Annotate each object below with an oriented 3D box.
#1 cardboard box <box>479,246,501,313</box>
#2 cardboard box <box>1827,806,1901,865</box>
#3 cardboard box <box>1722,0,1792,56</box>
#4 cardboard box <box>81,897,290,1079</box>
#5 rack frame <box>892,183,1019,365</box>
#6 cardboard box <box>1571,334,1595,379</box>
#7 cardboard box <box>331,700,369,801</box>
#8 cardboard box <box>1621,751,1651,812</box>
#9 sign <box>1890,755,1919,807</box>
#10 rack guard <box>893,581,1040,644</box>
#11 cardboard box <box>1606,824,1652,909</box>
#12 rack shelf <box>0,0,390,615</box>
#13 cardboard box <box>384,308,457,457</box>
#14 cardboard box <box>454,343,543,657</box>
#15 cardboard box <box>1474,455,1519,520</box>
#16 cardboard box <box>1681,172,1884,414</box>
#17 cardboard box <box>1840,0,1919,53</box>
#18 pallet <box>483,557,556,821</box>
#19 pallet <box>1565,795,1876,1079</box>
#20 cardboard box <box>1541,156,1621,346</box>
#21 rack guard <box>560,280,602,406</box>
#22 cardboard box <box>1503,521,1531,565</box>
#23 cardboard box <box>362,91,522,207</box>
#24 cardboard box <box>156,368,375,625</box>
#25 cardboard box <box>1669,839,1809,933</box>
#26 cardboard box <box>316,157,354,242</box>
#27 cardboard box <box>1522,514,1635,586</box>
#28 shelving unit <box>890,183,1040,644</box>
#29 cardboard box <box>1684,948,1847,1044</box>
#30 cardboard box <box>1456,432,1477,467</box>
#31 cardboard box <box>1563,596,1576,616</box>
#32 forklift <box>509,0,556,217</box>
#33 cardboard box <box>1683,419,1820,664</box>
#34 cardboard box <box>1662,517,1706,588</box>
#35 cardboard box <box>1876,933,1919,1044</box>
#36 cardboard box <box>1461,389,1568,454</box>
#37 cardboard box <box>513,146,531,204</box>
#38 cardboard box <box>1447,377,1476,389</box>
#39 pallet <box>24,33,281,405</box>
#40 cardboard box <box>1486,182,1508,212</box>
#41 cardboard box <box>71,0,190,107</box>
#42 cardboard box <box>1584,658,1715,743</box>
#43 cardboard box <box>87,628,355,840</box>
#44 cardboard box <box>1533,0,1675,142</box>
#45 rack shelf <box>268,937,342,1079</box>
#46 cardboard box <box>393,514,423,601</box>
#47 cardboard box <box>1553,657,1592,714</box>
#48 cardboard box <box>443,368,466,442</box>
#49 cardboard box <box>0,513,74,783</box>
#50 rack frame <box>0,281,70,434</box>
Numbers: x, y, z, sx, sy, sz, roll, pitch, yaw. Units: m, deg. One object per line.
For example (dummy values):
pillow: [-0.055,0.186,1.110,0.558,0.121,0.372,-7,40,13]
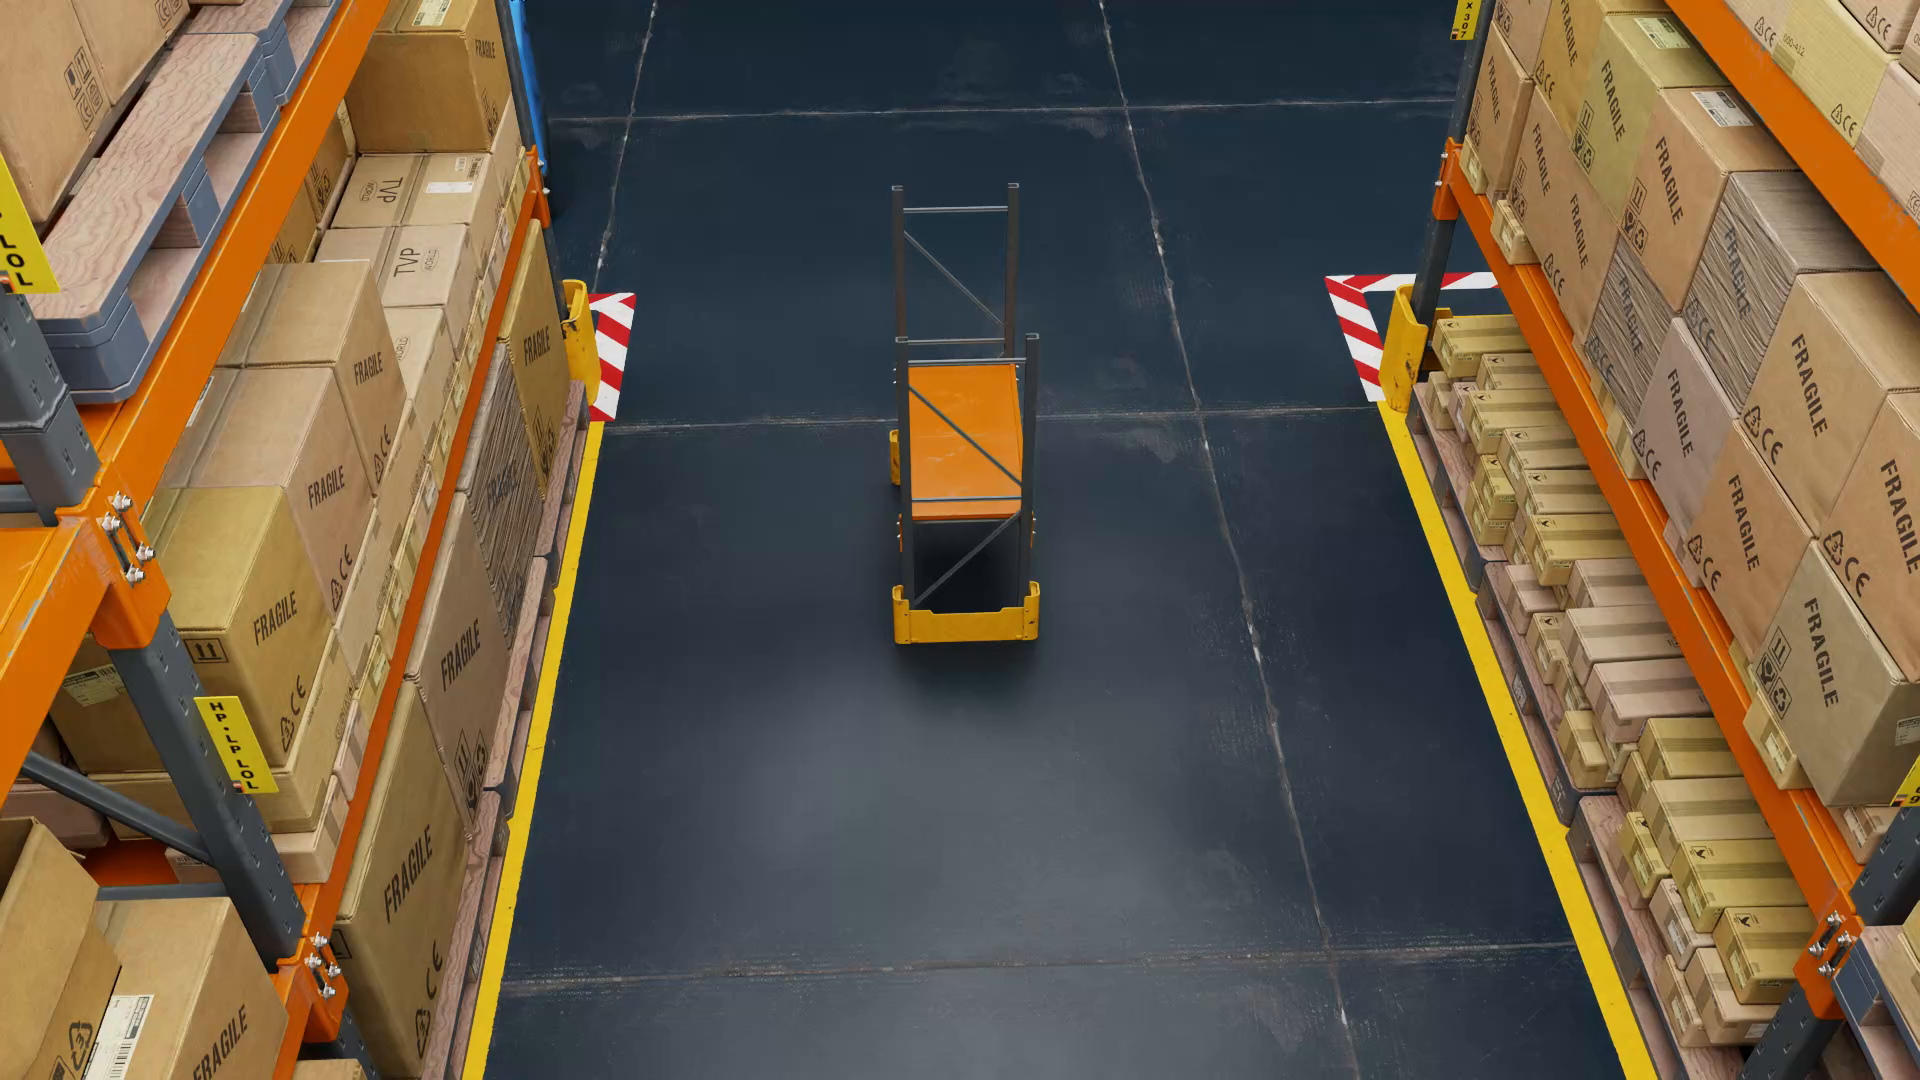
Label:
cardboard box: [-1.958,-0.980,6.285,0.380,0.149,0.250,-1,43,-1]
cardboard box: [2.549,0.715,4.436,0.380,0.149,0.250,-2,43,-2]
cardboard box: [2.453,-1.580,4.645,0.500,0.250,0.500,-2,43,-2]
cardboard box: [-1.872,1.153,3.698,0.500,0.500,0.500,-2,43,-2]
rack frame: [-0.018,-0.838,7.055,0.500,1.500,0.032,-2,43,-2]
cardboard box: [2.439,-0.695,5.975,0.380,0.149,0.250,-2,43,-3]
cardboard box: [-1.856,0.588,4.574,0.380,0.149,0.250,-3,43,-3]
cardboard box: [2.499,0.856,5.675,0.380,0.149,0.250,-1,43,-1]
sign: [2.254,0.510,3.833,0.100,0.325,0.005,-2,43,-2]
rack guard: [0.024,0.296,6.743,0.587,0.250,0.087,-2,43,-2]
cardboard box: [2.435,1.095,5.634,0.380,0.149,0.250,-3,43,-3]
rack shelf: [-2.249,-1.308,4.770,1.077,0.370,4.000,-2,43,-2]
cardboard box: [-1.980,-0.515,5.483,0.500,0.250,0.500,-2,43,-2]
cardboard box: [-2.189,-0.145,6.450,0.875,0.875,0.875,-2,43,-2]
cardboard box: [2.348,-0.219,6.848,0.380,0.149,0.250,0,43,0]
cardboard box: [2.470,-0.711,4.772,0.500,0.500,0.500,-1,43,-1]
cardboard box: [2.485,-1.434,4.116,0.500,0.250,0.500,0,43,0]
pallet: [-2.173,0.569,6.473,1.003,0.211,1.213,-2,43,-2]
pallet: [2.732,1.384,5.584,1.003,0.211,1.213,-2,43,-2]
cardboard box: [2.425,-1.036,5.866,0.500,0.500,0.500,-1,43,-1]
rack guard: [-2.335,-0.913,7.876,1.175,0.500,0.348,-2,43,-2]
cardboard box: [2.446,0.054,6.770,0.380,0.149,0.250,-2,43,-2]
cardboard box: [-2.049,-1.553,6.615,0.500,0.250,0.500,-2,43,-2]
cardboard box: [-1.942,-0.112,4.488,0.500,0.500,0.500,-2,43,-2]
cardboard box: [2.470,1.081,5.210,0.380,0.149,0.250,-1,43,-1]
cardboard box: [-2.555,-1.190,6.219,0.500,0.250,0.500,-2,43,-2]
cardboard box: [2.384,0.036,6.349,0.380,0.149,0.250,-1,43,-1]
shelving unit: [0.003,-0.501,6.687,0.587,1.500,1.083,-2,43,-2]
cardboard box: [2.464,1.391,5.091,0.380,0.149,0.250,-1,43,-1]
cardboard box: [2.421,-0.459,7.330,0.380,0.149,0.250,-2,43,-2]
cardboard box: [2.508,0.322,6.258,0.380,0.149,0.250,0,43,0]
forklift: [-3.786,-2.903,8.248,3.031,2.935,1.130,-8,43,-9]
cardboard box: [2.472,-0.007,4.744,0.500,0.500,0.500,-3,43,-3]
cardboard box: [2.450,0.005,5.211,0.380,0.149,0.250,-3,43,-4]
cardboard box: [2.353,1.025,3.787,0.380,0.149,0.250,-4,43,-4]
cardboard box: [2.323,-0.495,6.929,0.380,0.149,0.250,-2,43,-2]
cardboard box: [-1.990,-1.494,6.846,0.380,0.149,0.250,-1,43,-1]
cardboard box: [2.391,-0.745,7.421,0.380,0.149,0.250,0,43,0]
pallet: [-2.189,-0.743,3.687,1.003,0.211,1.213,-2,43,-2]
cardboard box: [2.364,-1.401,6.744,0.380,0.149,0.250,0,43,0]
cardboard box: [-2.276,-1.342,3.815,0.700,0.500,0.500,0,43,0]
cardboard box: [2.415,0.556,5.783,0.380,0.149,0.250,-4,43,-4]
cardboard box: [-1.923,0.503,4.372,0.500,0.250,0.500,-2,43,-3]
cardboard box: [2.407,-1.756,5.912,0.500,0.500,0.500,-1,43,-1]
rack shelf: [-2.079,2.498,2.837,1.077,0.370,4.000,-2,43,-2]
cardboard box: [-1.892,0.060,5.150,0.380,0.149,0.250,-2,43,-2]
cardboard box: [2.450,0.573,6.204,0.380,0.149,0.250,-1,43,-1]
cardboard box: [-1.925,-0.462,5.721,0.380,0.149,0.250,-1,43,-1]
cardboard box: [-2.451,0.249,4.094,0.500,0.500,0.500,-1,43,-1]
rack frame: [-2.164,-1.329,2.040,1.000,3.000,0.127,-2,43,-2]
